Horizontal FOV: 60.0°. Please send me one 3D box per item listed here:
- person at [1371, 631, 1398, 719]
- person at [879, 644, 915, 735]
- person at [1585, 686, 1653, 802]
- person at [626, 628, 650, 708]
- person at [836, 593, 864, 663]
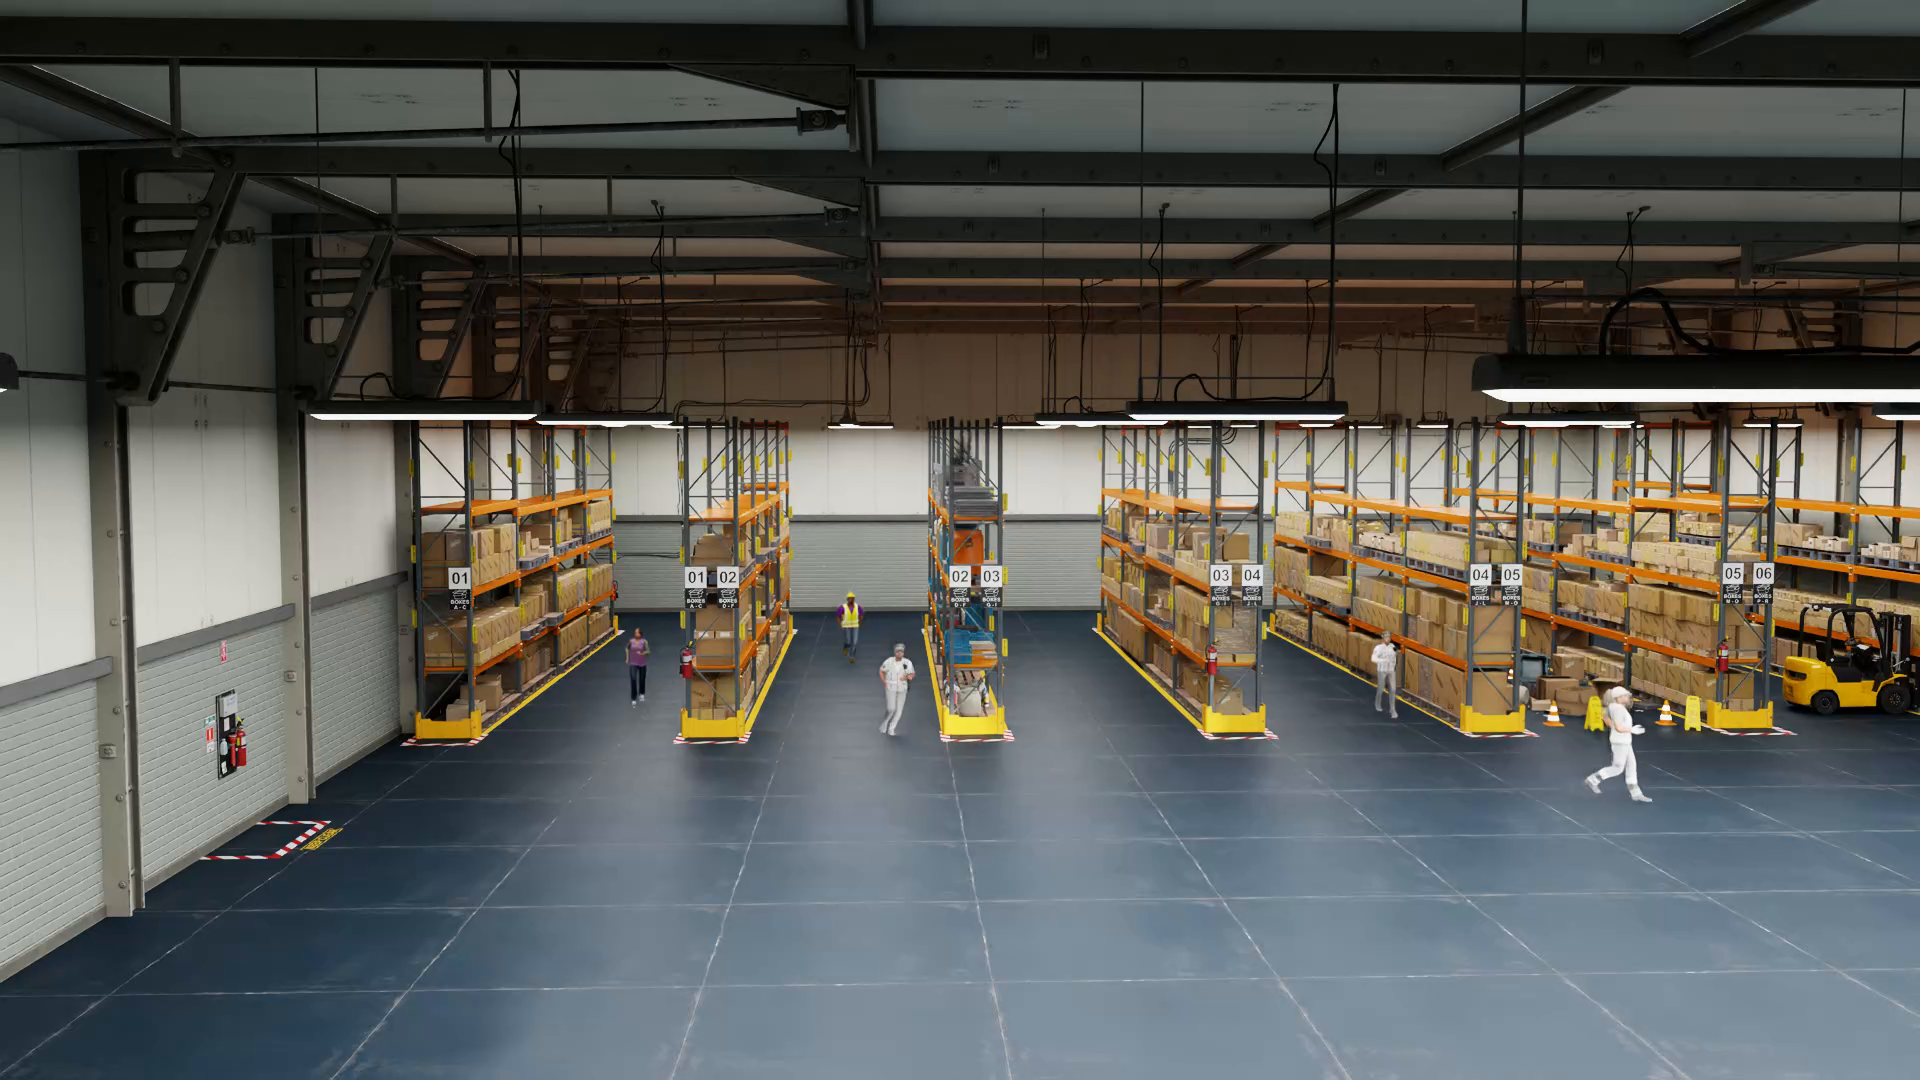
[{"bbox_3d":[8.573,2.674,33.531,0.605,1.727,0.856,0,4,-4],"label":"person"},{"bbox_3d":[-1.177,2.824,31.426,0.681,1.734,0.565,-1,4,-10],"label":"person"},{"bbox_3d":[10.163,3.138,25.619,0.985,1.776,0.654,2,4,23],"label":"person"},{"bbox_3d":[-6.733,2.642,34.758,0.516,1.632,0.759,-1,4,-8],"label":"person"},{"bbox_3d":[-2.718,2.171,41.343,0.702,1.721,0.589,-1,4,-16],"label":"person"}]
